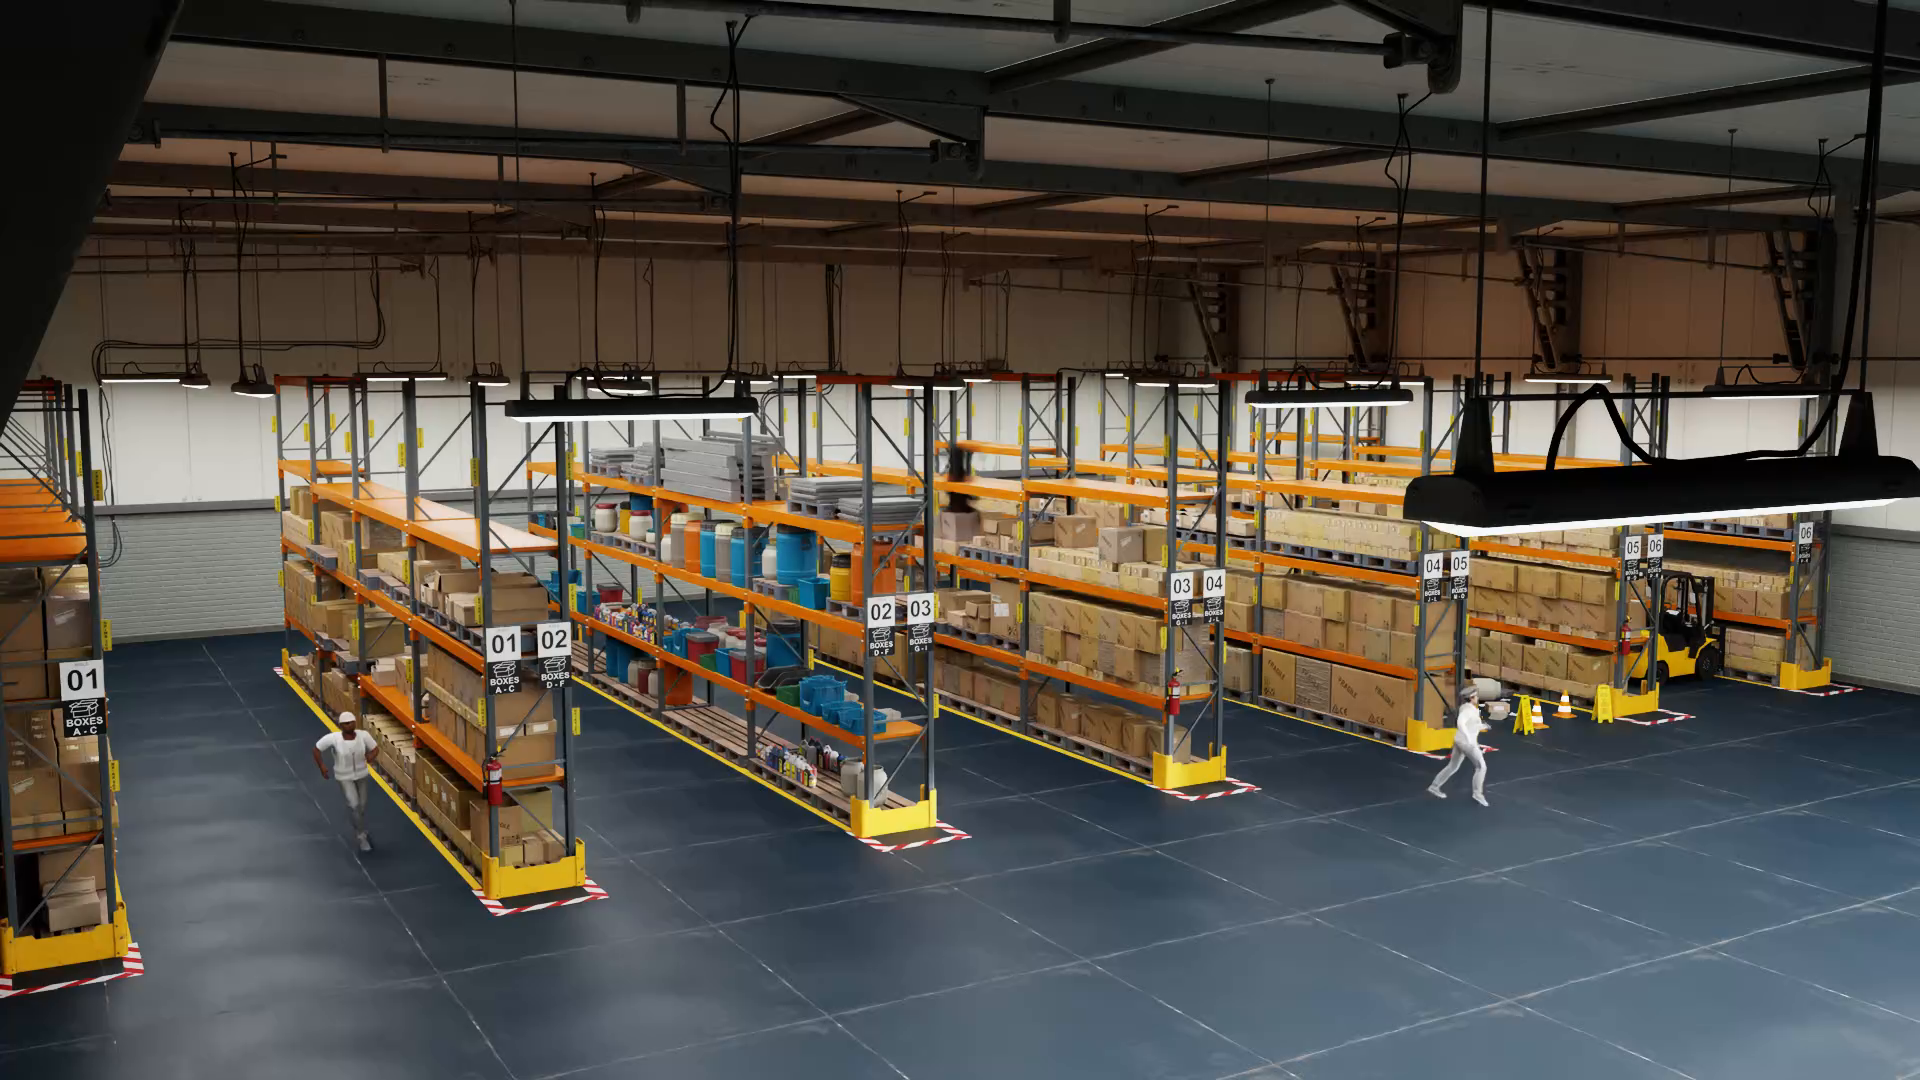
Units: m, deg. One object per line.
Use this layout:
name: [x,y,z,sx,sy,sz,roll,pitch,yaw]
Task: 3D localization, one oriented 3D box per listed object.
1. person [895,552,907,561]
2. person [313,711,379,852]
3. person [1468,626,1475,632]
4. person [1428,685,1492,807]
person: [-1.563,1.028,40.466,0.739,1.761,1.024,1,6,13]
person: [-7.908,3.105,21.555,0.791,1.810,0.802,-5,8,-38]
person: [10.751,1.691,34.963,0.662,1.659,0.645,-4,8,-34]
person: [7.105,2.923,23.534,0.846,1.740,0.646,0,6,0]
